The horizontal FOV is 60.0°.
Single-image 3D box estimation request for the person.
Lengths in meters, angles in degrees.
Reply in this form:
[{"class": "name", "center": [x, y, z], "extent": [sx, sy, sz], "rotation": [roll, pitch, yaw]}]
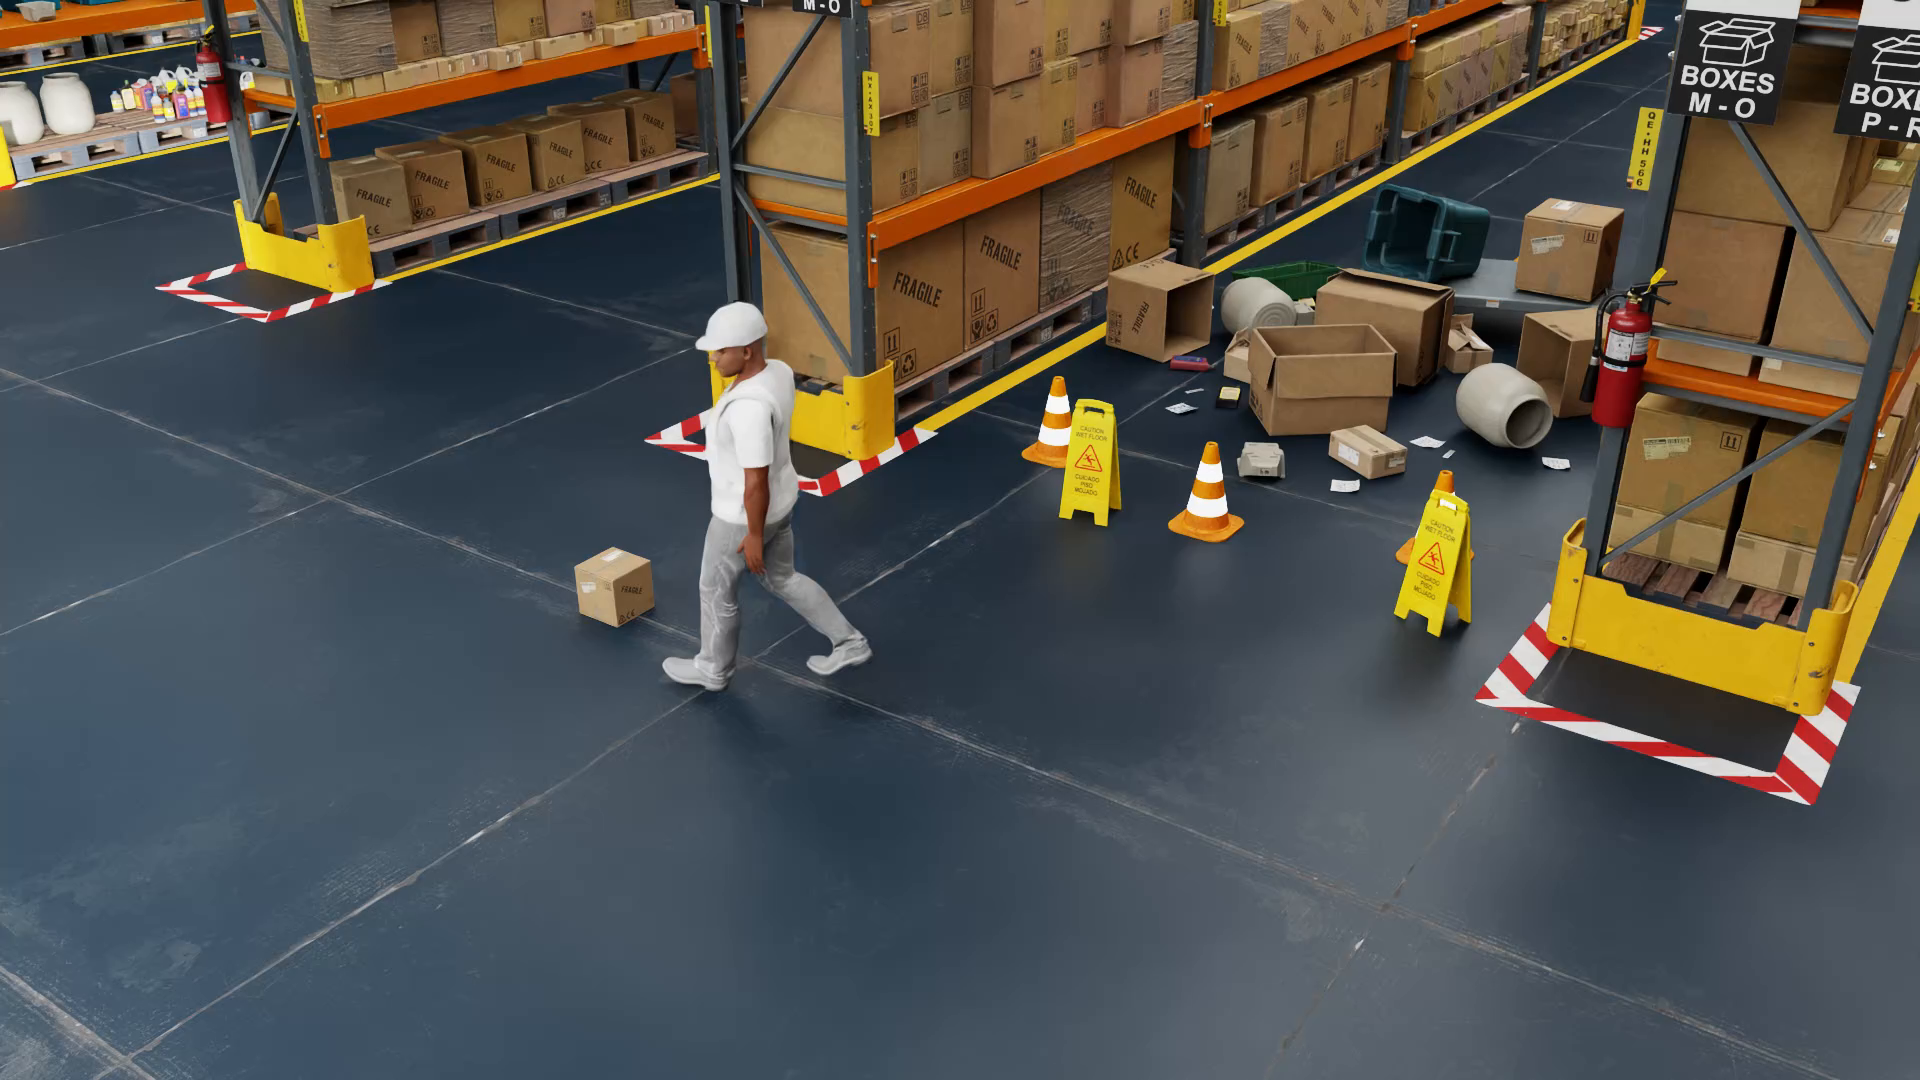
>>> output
[{"class": "person", "center": [-0.834, -0.156, 6.903], "extent": [0.927, 1.749, 0.606], "rotation": [7, 28, 13]}]
